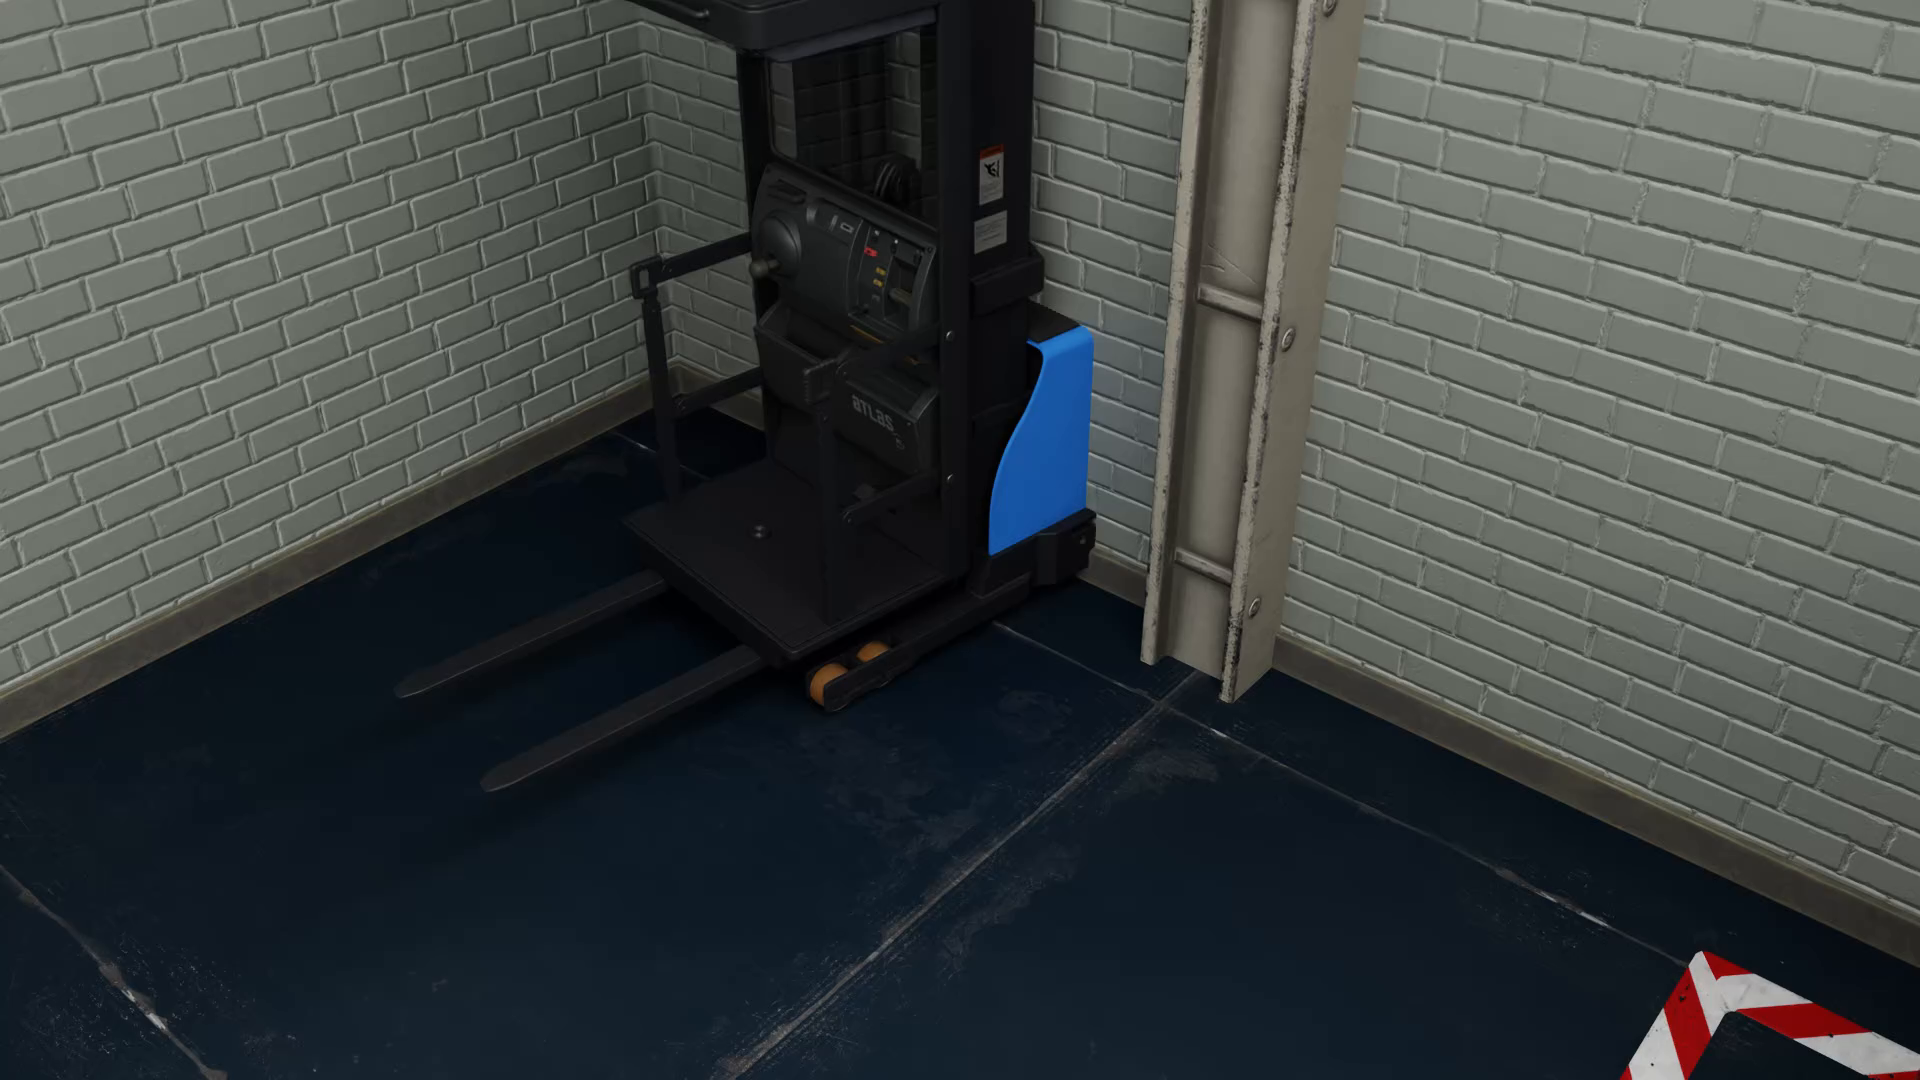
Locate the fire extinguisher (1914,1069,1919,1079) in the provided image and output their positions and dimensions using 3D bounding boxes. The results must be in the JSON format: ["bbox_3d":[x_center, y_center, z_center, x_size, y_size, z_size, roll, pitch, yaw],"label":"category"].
[{"bbox_3d":[1.995,0.909,3.174,0.183,0.674,0.296,25,42,32],"label":"fire extinguisher"}]

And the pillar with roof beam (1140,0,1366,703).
[{"bbox_3d":[-1.846,-1.393,0.829,0.400,9.000,9.100,25,42,32],"label":"pillar with roof beam"}]

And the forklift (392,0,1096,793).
[{"bbox_3d":[-0.563,-0.941,5.531,3.031,2.935,1.130,-26,42,-33],"label":"forklift"}]
